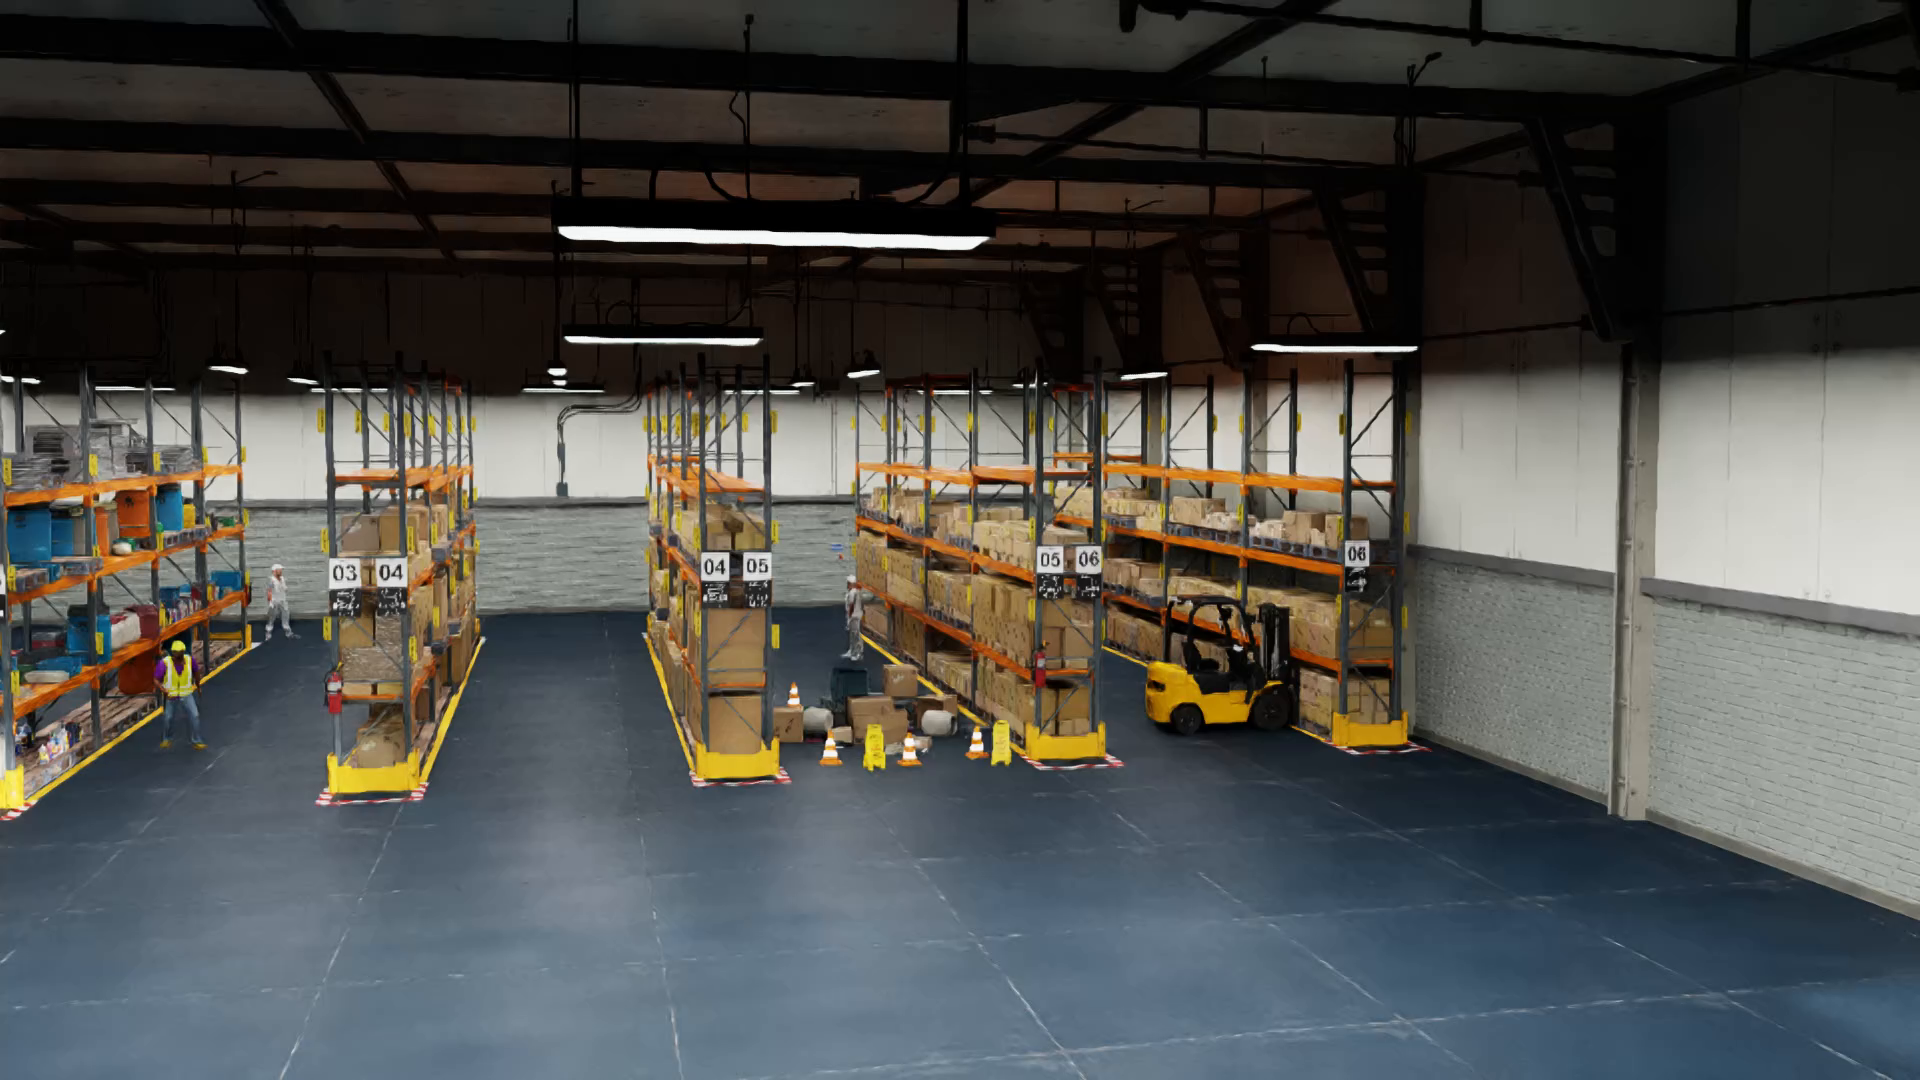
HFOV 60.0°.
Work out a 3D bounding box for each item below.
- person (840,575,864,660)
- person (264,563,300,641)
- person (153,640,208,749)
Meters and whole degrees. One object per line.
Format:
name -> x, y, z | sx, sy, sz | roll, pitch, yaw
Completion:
person -> -2.301, 1.634, 35.375 | 0.557, 1.784, 0.638 | 0, 4, 5
person -> -15.736, 1.427, 38.438 | 0.566, 1.776, 0.718 | 2, 4, 21
person -> -12.013, 2.366, 25.561 | 0.714, 1.696, 0.823 | -2, 5, -30
